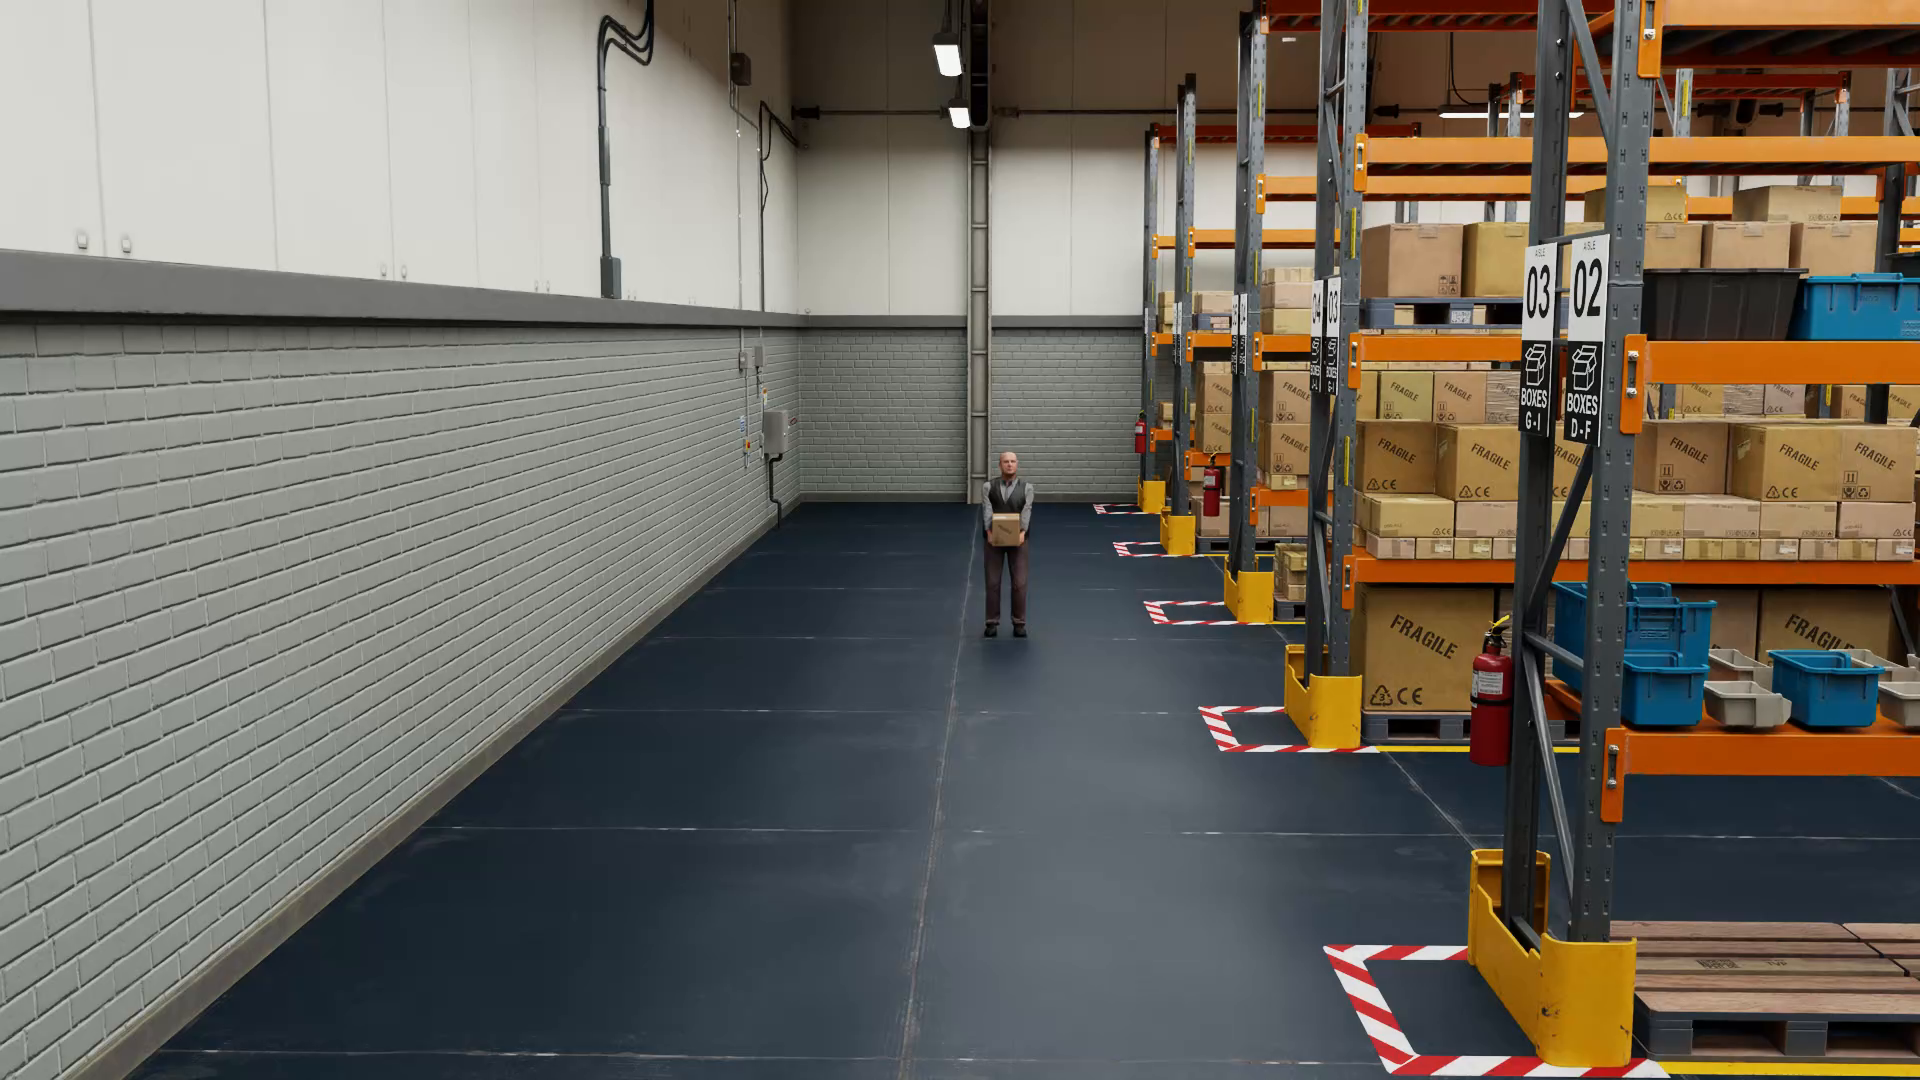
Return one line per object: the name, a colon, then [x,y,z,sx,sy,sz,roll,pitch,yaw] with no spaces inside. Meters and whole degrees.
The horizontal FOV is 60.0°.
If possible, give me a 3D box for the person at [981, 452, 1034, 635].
person: [0.444,0.046,15.534,0.494,1.712,0.551,0,7,1]
